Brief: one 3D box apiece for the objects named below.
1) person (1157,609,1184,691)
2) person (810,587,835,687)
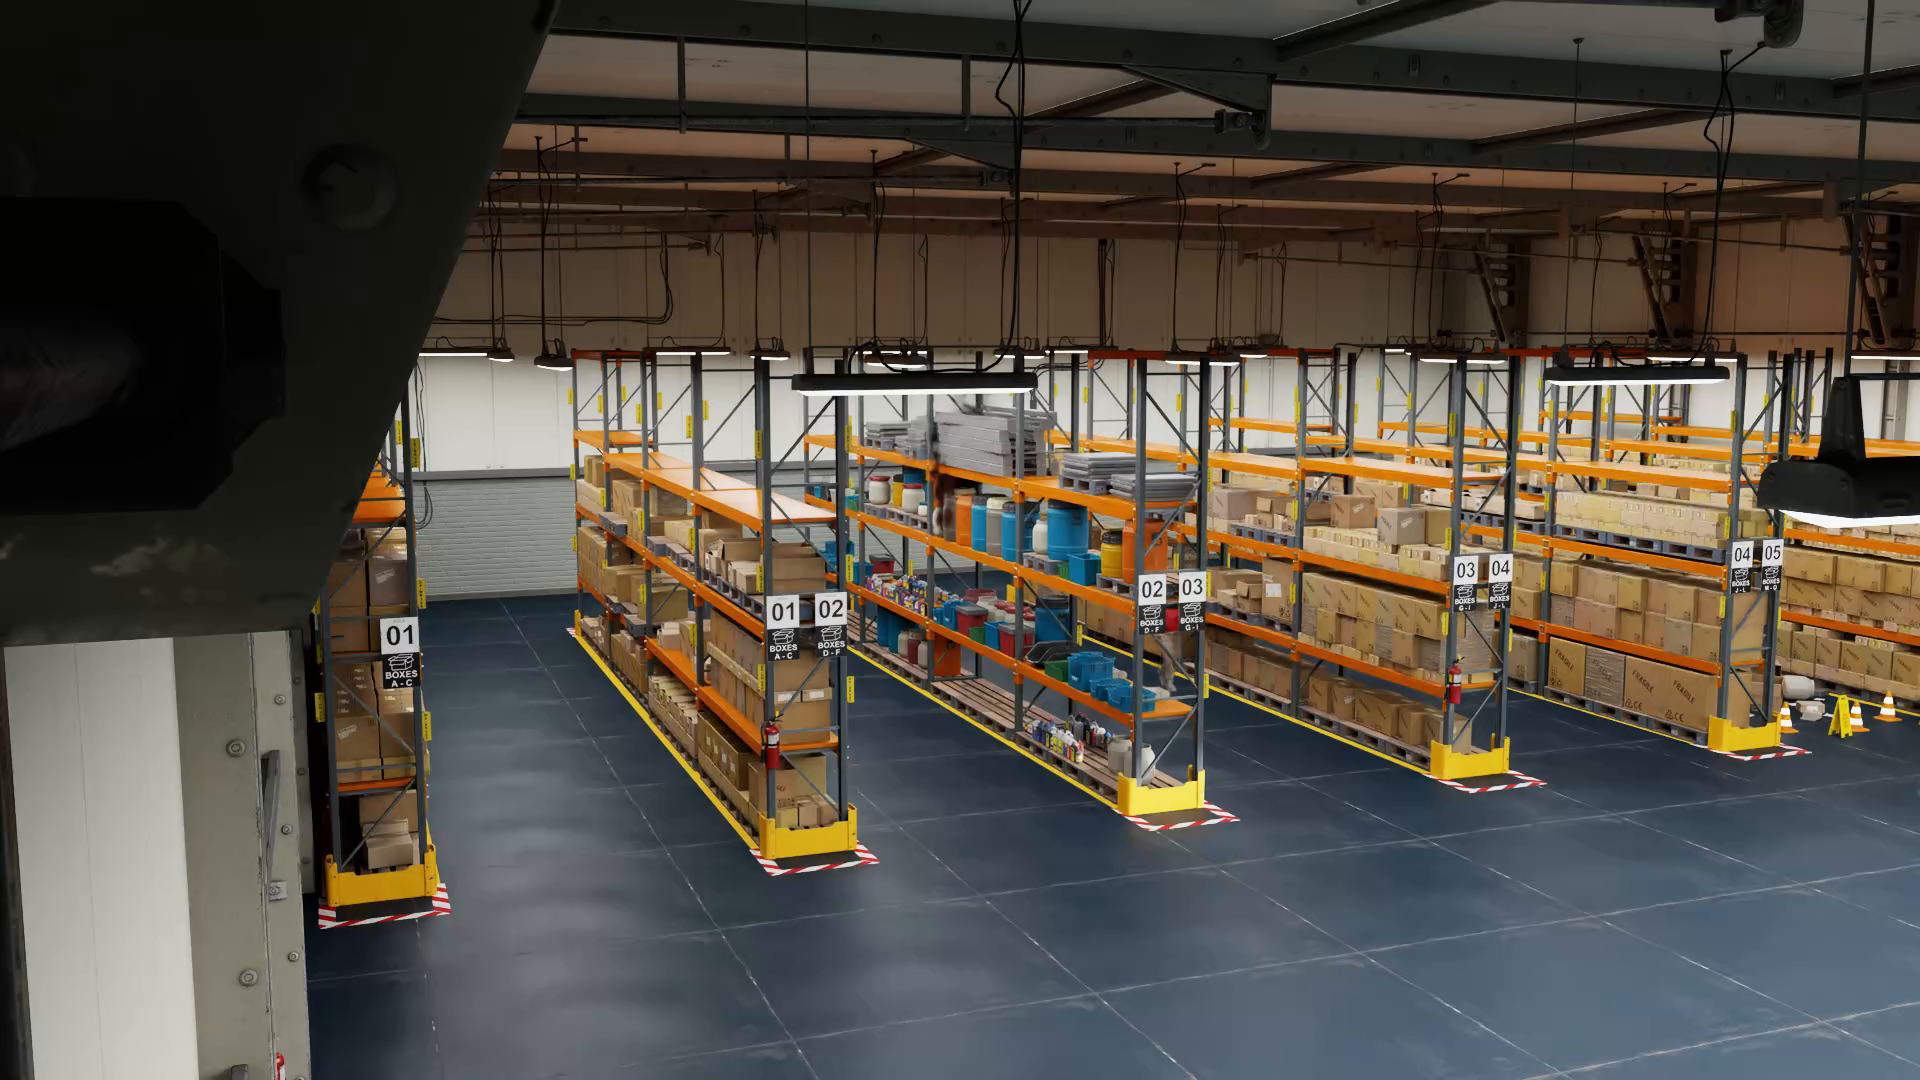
[{"bbox_3d":[3.563,1.681,28.405,0.657,1.731,0.660,-3,8,-20],"label":"person"},{"bbox_3d":[-2.379,1.647,28.673,0.665,1.733,0.736,-4,8,-30],"label":"person"}]
